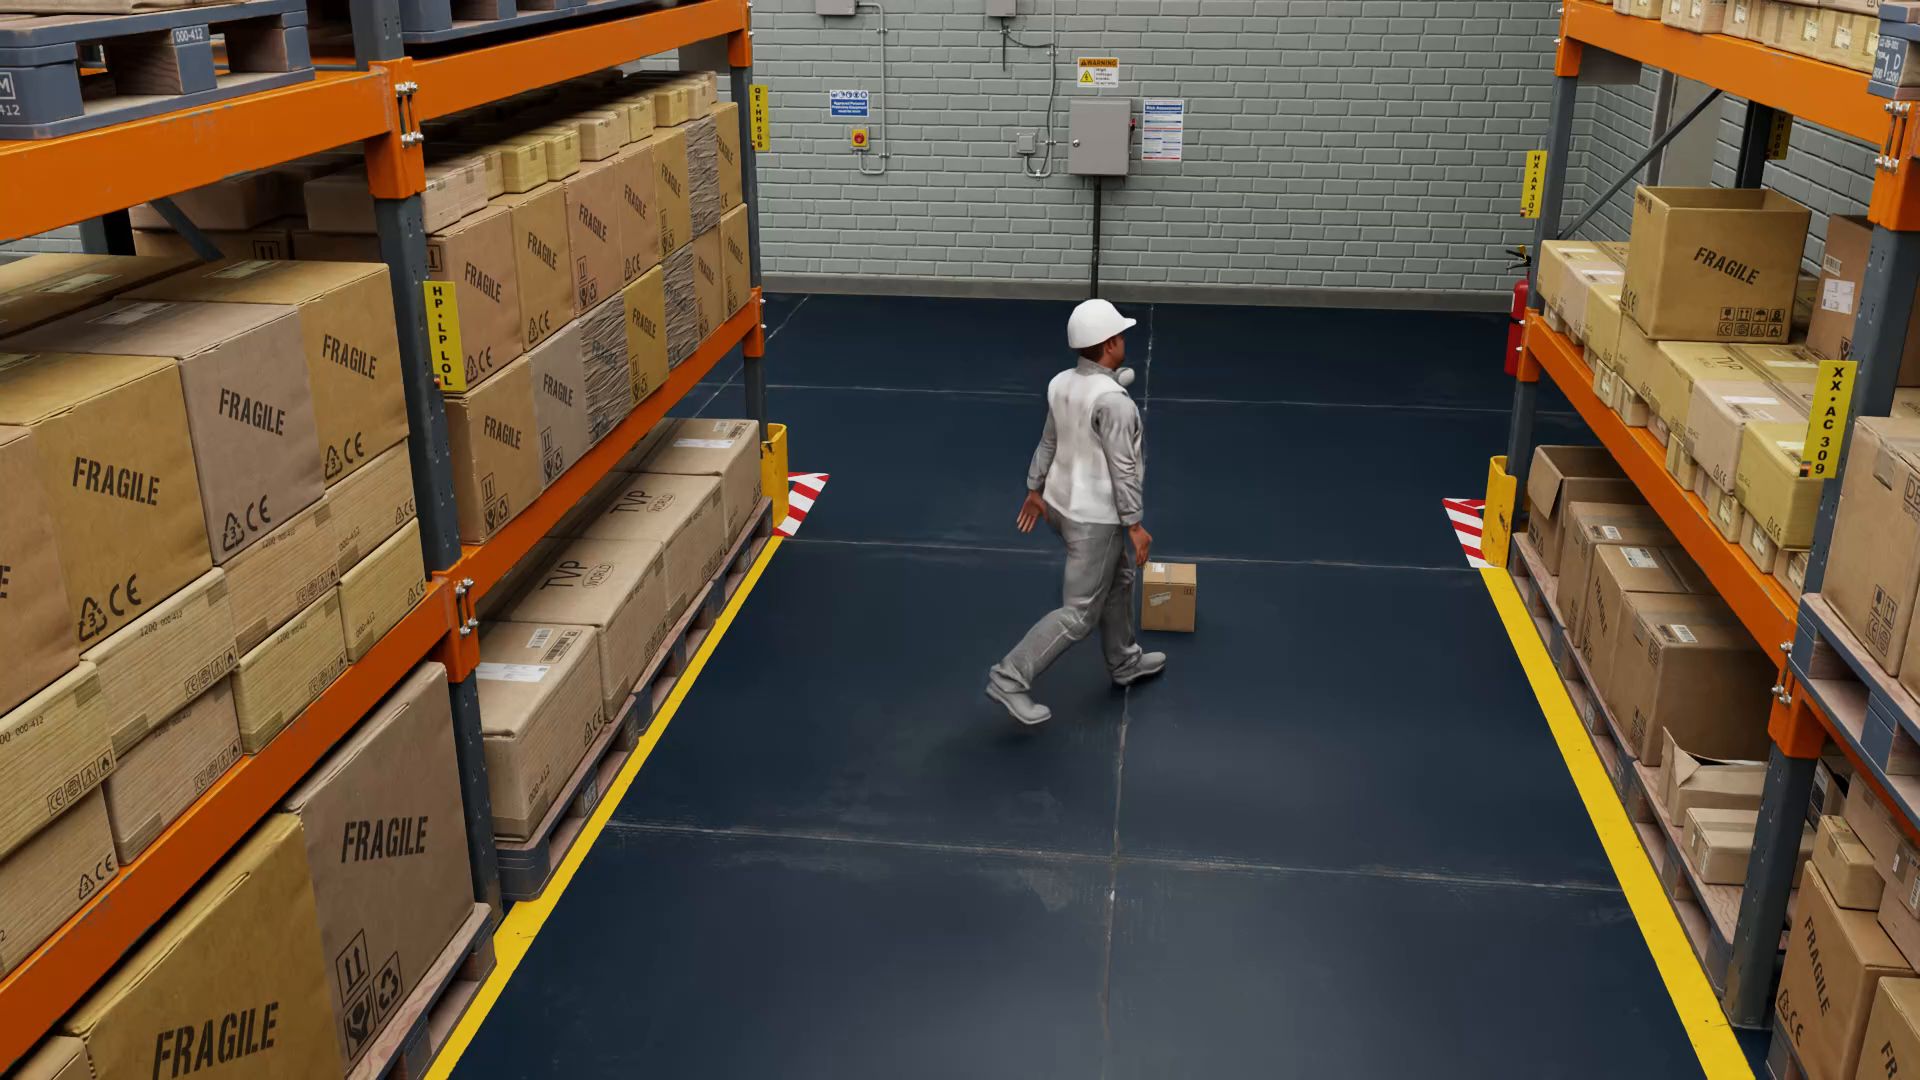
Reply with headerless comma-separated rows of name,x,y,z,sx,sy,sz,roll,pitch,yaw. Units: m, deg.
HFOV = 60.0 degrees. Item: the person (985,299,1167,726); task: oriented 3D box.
person,0.514,-0.134,6.907,0.976,1.738,0.640,-9,23,-21
